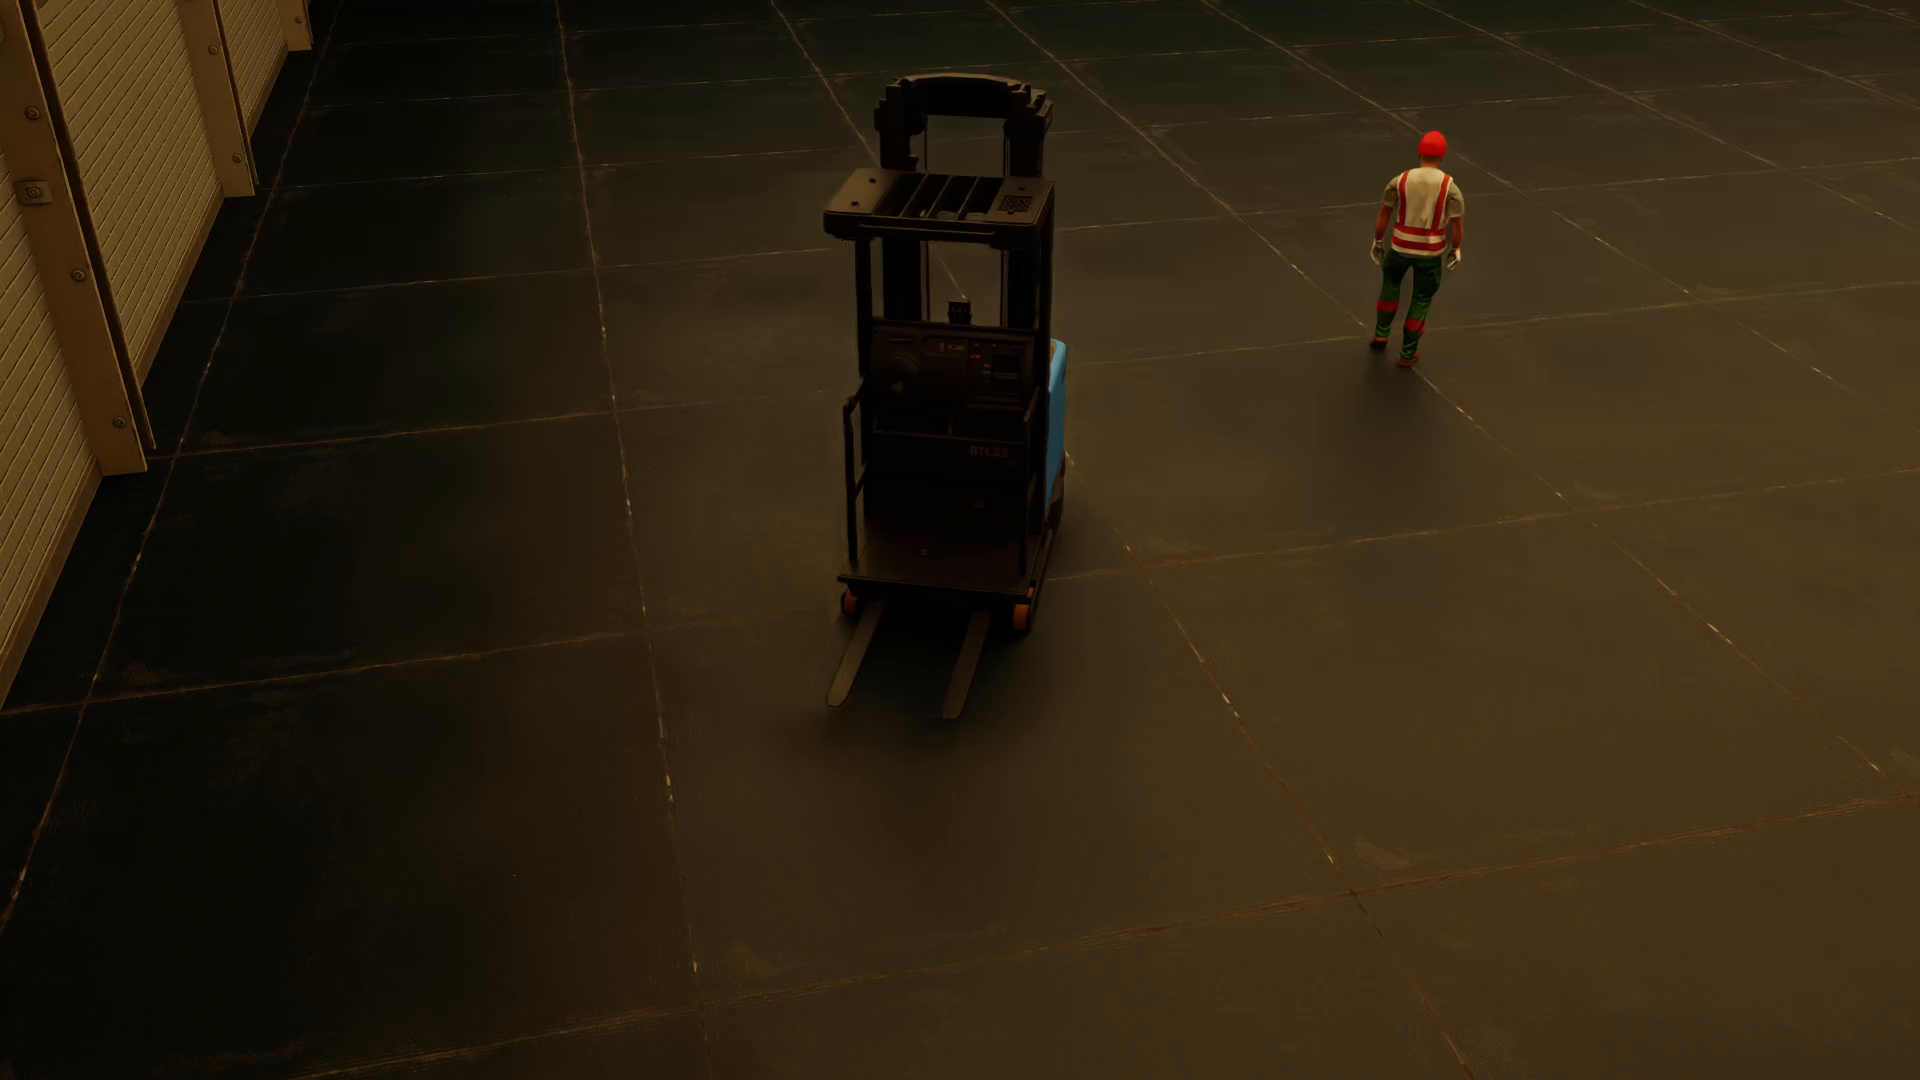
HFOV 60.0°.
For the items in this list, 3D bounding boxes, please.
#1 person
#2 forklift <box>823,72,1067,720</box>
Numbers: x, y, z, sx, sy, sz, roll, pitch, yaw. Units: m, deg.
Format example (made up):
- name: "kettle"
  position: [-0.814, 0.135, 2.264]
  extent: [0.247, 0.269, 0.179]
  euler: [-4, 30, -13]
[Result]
- name: "person"
  position: [3.460, -2.194, 12.589]
  extent: [0.647, 1.824, 0.506]
  euler: [13, 32, 21]
- name: "forklift"
  position: [-0.083, -0.936, 9.192]
  extent: [1.130, 2.935, 3.031]
  euler: [5, 30, 9]
